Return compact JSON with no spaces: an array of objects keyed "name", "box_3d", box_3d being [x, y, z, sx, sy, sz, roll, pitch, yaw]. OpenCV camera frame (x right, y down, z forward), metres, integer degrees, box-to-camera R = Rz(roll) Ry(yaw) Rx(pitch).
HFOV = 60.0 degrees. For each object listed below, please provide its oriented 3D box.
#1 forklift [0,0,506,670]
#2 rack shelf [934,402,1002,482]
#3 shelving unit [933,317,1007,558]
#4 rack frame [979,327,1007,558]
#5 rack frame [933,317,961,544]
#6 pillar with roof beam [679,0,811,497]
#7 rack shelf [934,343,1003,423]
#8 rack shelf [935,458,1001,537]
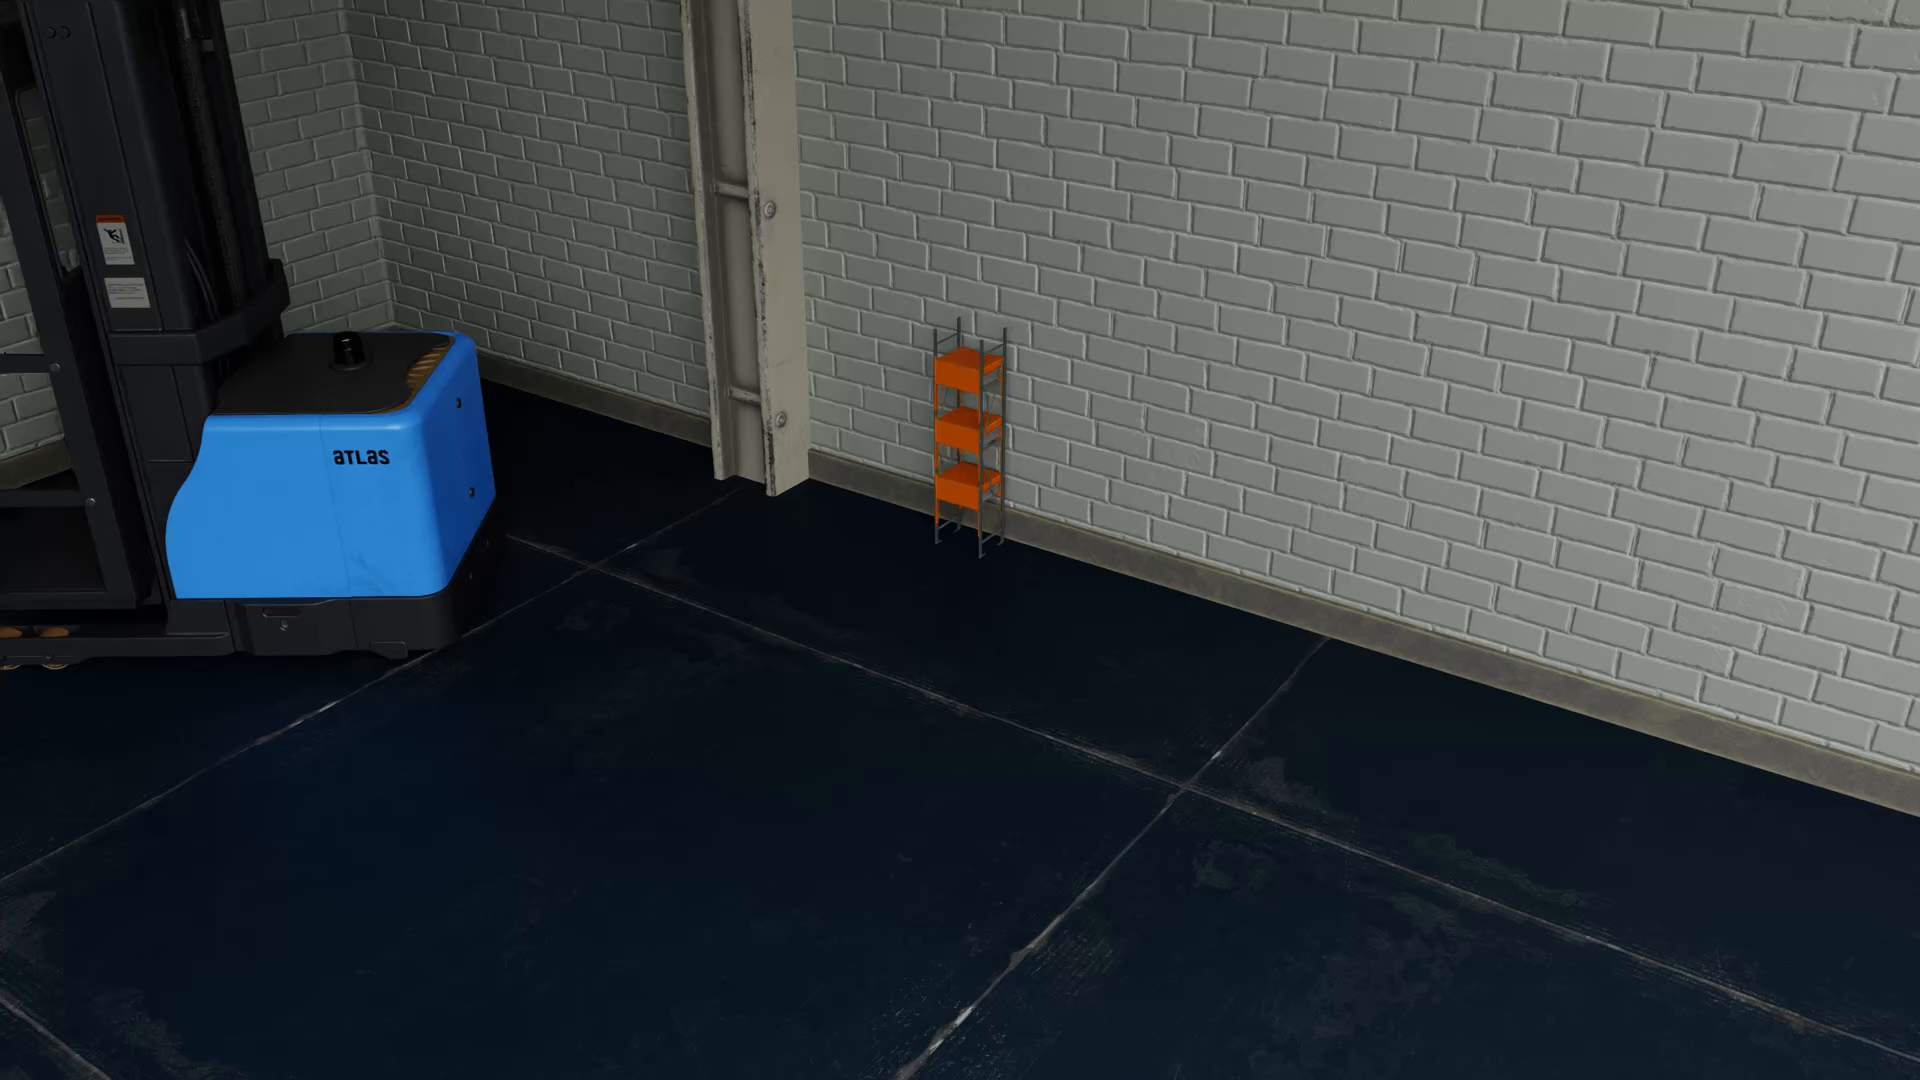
[{"name":"forklift","box_3d":[-3.575,-1.025,6.532,3.031,2.935,1.130,0,27,-1]},{"name":"rack shelf","box_3d":[0.044,-0.445,7.490,0.240,0.259,0.215,17,32,30]},{"name":"shelving unit","box_3d":[0.044,-0.454,7.485,0.252,1.050,0.215,17,32,30]},{"name":"rack frame","box_3d":[0.145,-0.423,7.423,0.008,1.050,0.200,17,32,30]},{"name":"rack frame","box_3d":[-0.056,-0.485,7.546,0.008,1.050,0.200,17,32,30]},{"name":"pillar with roof beam","box_3d":[-3.427,-2.721,3.175,0.400,9.000,9.100,17,32,30]},{"name":"rack shelf","box_3d":[0.044,-0.698,7.361,0.240,0.259,0.215,17,32,30]},{"name":"rack shelf","box_3d":[0.044,-0.197,7.616,0.240,0.259,0.215,17,32,30]}]
